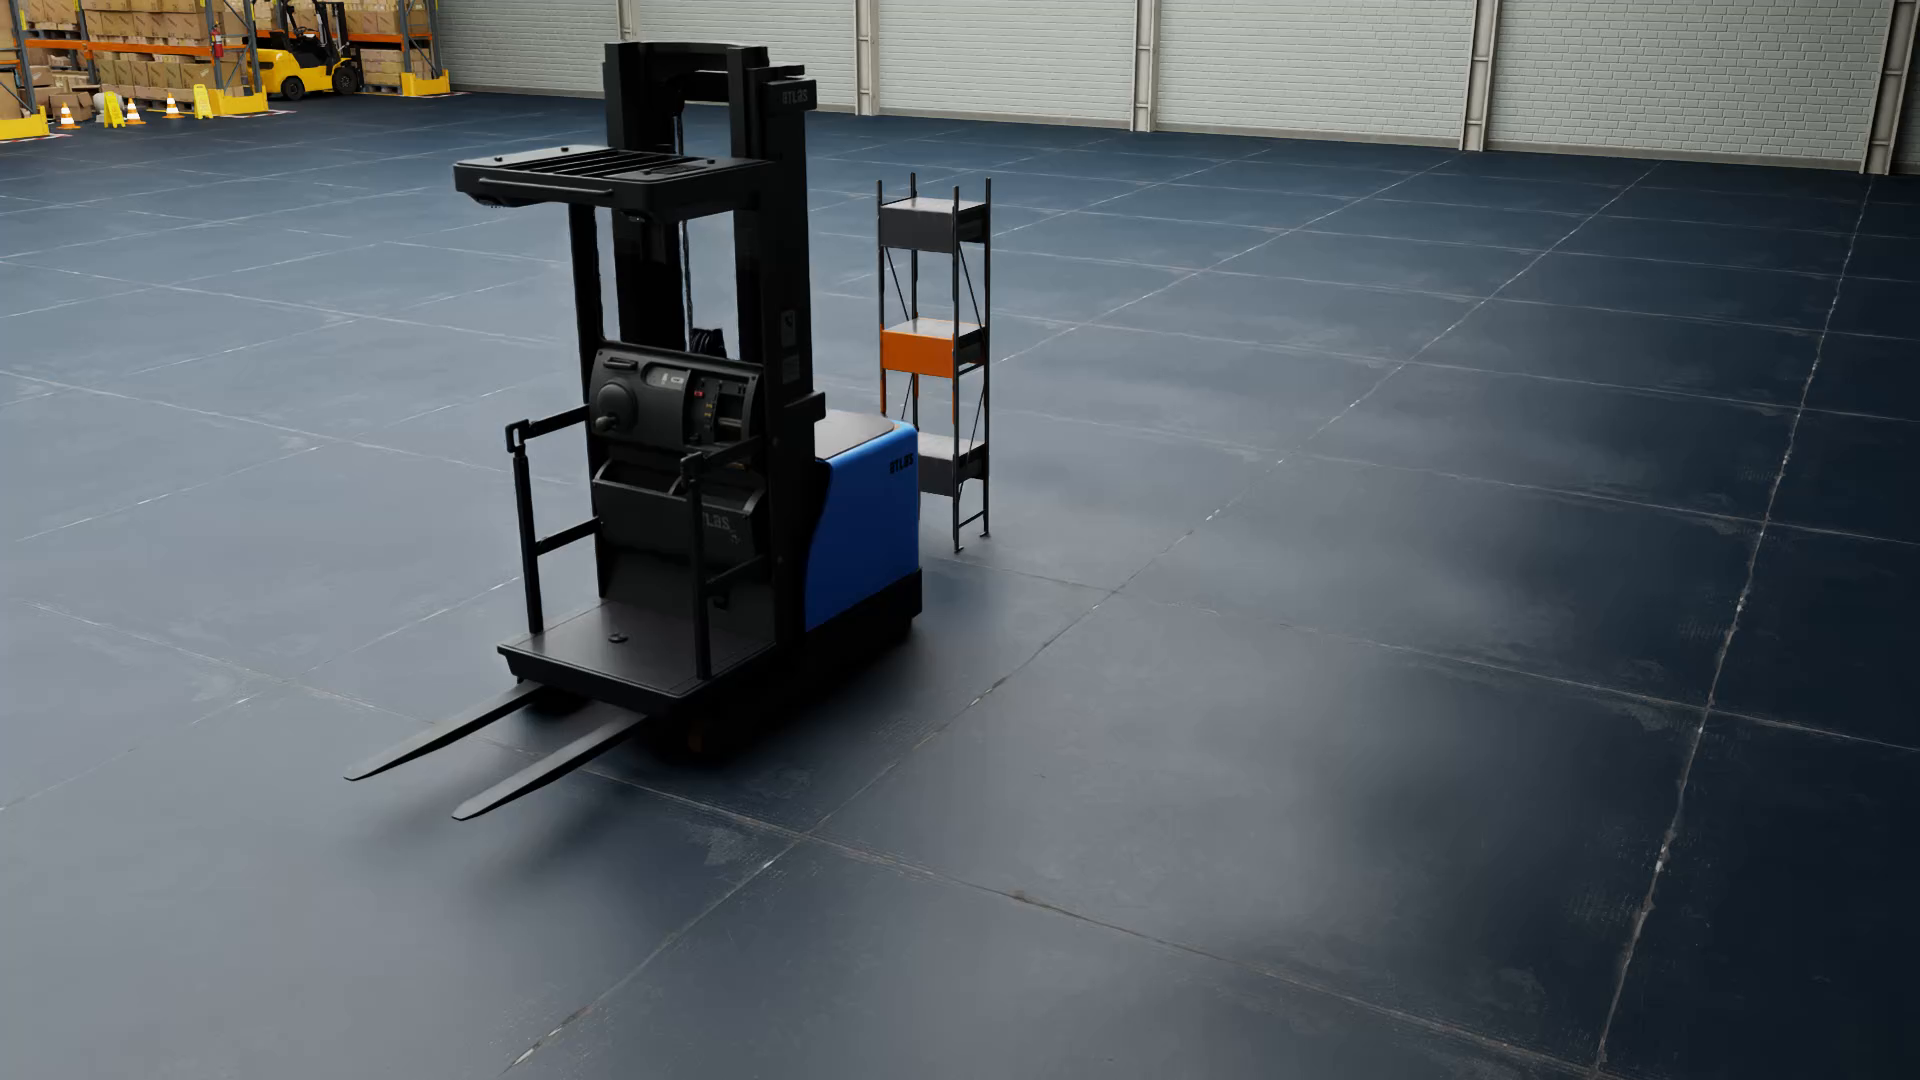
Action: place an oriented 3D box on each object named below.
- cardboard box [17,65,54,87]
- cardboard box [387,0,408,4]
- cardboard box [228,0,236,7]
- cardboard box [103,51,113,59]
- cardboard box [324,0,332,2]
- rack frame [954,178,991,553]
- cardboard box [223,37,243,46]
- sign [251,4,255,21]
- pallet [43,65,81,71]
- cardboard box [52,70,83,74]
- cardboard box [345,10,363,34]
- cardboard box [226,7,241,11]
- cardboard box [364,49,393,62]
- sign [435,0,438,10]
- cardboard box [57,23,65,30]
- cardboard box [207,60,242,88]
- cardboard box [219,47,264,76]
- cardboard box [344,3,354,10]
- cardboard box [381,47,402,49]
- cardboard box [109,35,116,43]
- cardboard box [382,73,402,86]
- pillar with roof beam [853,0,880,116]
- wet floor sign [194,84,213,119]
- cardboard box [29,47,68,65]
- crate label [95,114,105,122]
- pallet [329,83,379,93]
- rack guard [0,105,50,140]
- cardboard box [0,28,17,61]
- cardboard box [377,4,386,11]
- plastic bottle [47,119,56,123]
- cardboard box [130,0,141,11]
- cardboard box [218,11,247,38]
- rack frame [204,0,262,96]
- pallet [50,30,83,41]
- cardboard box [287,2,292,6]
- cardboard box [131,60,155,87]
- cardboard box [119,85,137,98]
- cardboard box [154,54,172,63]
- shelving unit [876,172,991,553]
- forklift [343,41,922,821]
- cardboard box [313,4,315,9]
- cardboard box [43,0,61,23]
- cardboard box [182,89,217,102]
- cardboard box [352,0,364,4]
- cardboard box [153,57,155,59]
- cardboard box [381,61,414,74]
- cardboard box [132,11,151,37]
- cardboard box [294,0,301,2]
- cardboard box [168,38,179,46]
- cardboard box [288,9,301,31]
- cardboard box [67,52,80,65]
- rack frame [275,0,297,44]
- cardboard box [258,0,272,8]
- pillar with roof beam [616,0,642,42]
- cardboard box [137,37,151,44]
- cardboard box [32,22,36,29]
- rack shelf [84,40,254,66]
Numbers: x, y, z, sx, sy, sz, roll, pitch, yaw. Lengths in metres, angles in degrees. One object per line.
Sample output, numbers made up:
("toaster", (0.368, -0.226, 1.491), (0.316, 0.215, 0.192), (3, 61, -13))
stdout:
("cardboard box", (-18.916, -9.411, 33.966), (0.500, 0.500, 0.500), (11, 23, 27))
("cardboard box", (-12.580, -12.067, 37.198), (0.250, 0.149, 0.380), (11, 23, 27))
("cardboard box", (-17.193, -12.790, 39.627), (0.250, 0.149, 0.380), (11, 23, 28))
("cardboard box", (-21.425, -12.279, 42.366), (0.500, 0.500, 0.500), (10, 22, 26))
("cardboard box", (-14.360, -12.403, 38.125), (0.250, 0.149, 0.380), (11, 23, 27))
("rack frame", (0.069, -0.974, 9.471), (0.015, 2.100, 0.400), (11, 23, 27))
("cardboard box", (-14.778, -10.100, 33.678), (0.250, 0.149, 0.380), (11, 23, 28))
("sign", (-14.318, -10.669, 33.608), (0.005, 0.325, 0.100), (11, 23, 27))
("pallet", (-23.240, -12.377, 43.678), (1.213, 0.211, 1.003), (11, 23, 27))
("cardboard box", (-19.770, -10.047, 36.403), (0.625, 0.372, 0.950), (12, 23, 29))
("cardboard box", (-13.618, -11.803, 37.858), (0.500, 0.500, 0.500), (10, 22, 26))
("cardboard box", (-17.106, -12.584, 39.644), (0.500, 0.250, 0.500), (11, 23, 28))
("cardboard box", (-13.167, -11.020, 37.796), (0.500, 0.250, 0.500), (11, 23, 28))
("sign", (-11.889, -12.187, 37.677), (0.005, 0.325, 0.100), (11, 23, 27))
("cardboard box", (-18.880, -10.897, 35.260), (0.250, 0.149, 0.380), (10, 22, 26))
("cardboard box", (-15.172, -9.578, 34.186), (0.500, 0.500, 0.500), (10, 22, 26))
("cardboard box", (-17.449, -11.664, 40.487), (0.625, 0.625, 0.875), (10, 22, 25))
("cardboard box", (-13.736, -12.111, 37.755), (0.250, 0.149, 0.380), (11, 23, 28))
("cardboard box", (-12.930, -11.171, 38.214), (0.500, 0.250, 0.500), (11, 23, 27))
("cardboard box", (-17.463, -10.438, 34.609), (0.250, 0.149, 0.380), (11, 23, 27))
("cardboard box", (-12.729, -10.467, 37.739), (0.500, 0.250, 0.500), (11, 23, 28))
("pillar with roof beam", (-3.956, -11.505, 28.387), (0.400, 9.000, 9.100), (11, 23, 27))
("wet floor sign", (-14.938, -8.643, 32.746), (0.267, 0.644, 0.232), (-16, 26, -38))
("cardboard box", (-24.012, -12.805, 43.817), (0.500, 0.500, 0.700), (10, 22, 25))
("crate label", (-16.548, -8.167, 32.179), (0.298, 0.136, 0.250), (0, 20, -1))
("pallet", (-13.914, -10.585, 38.737), (1.213, 0.211, 1.003), (11, 23, 27))
("rack guard", (-16.887, -7.431, 29.616), (0.348, 0.500, 1.175), (11, 23, 27))
("cardboard box", (-17.254, -8.728, 29.308), (0.550, 0.550, 0.875), (11, 23, 27))
("cardboard box", (-12.842, -11.938, 37.279), (0.250, 0.149, 0.380), (11, 23, 28))
("plastic bottle", (-17.601, -8.087, 32.071), (0.283, 0.061, 0.133), (3, 20, 9))
("cardboard box", (-16.436, -11.042, 33.857), (0.500, 0.500, 0.700), (11, 22, 27))
("cardboard box", (-14.860, -10.448, 33.687), (0.500, 0.500, 0.500), (10, 22, 26))
("rack frame", (-14.582, -10.100, 33.310), (0.127, 3.000, 1.000), (11, 23, 27))
("pallet", (-18.670, -10.845, 35.646), (1.213, 0.211, 1.003), (11, 23, 27))
("cardboard box", (-15.507, -12.464, 38.729), (0.250, 0.149, 0.380), (10, 22, 26))
("cardboard box", (-16.766, -9.672, 34.446), (0.500, 0.500, 0.500), (12, 23, 30))
("cardboard box", (-17.219, -9.406, 34.813), (0.500, 0.250, 0.500), (12, 23, 30))
("cardboard box", (-16.209, -9.846, 33.975), (0.250, 0.149, 0.380), (12, 23, 30))
("shelving unit", (-0.144, -1.015, 9.583), (0.503, 2.100, 0.431), (11, 23, 27))
("forklift", (-1.389, -0.609, 7.247), (1.130, 2.935, 3.031), (12, 23, 29))
("cardboard box", (-14.631, -12.279, 38.220), (0.250, 0.149, 0.380), (11, 22, 27))
("cardboard box", (-19.023, -11.240, 35.254), (0.500, 0.500, 0.500), (11, 23, 28))
("cardboard box", (-15.440, -9.063, 33.868), (0.500, 0.250, 0.500), (11, 23, 27))
("cardboard box", (-13.515, -12.208, 37.587), (0.250, 0.149, 0.380), (11, 23, 29))
("cardboard box", (-16.982, -9.920, 35.130), (0.500, 0.500, 0.500), (11, 23, 28))
("cardboard box", (-12.742, -10.706, 37.664), (0.500, 0.250, 0.500), (10, 22, 27))
("cardboard box", (-16.493, -10.554, 33.978), (0.500, 0.500, 0.500), (11, 23, 28))
("cardboard box", (-15.242, -12.583, 38.620), (0.250, 0.149, 0.380), (11, 23, 28))
("cardboard box", (-15.741, -10.072, 33.602), (0.250, 0.149, 0.380), (11, 23, 28))
("cardboard box", (-15.397, -12.139, 38.784), (0.500, 0.500, 0.500), (10, 22, 26))
("cardboard box", (-23.102, -12.688, 43.770), (0.500, 0.311, 0.500), (12, 23, 29))
("rack frame", (-15.657, -12.244, 39.219), (0.127, 3.000, 1.000), (11, 23, 27))
("cardboard box", (-16.297, -12.624, 39.169), (0.250, 0.149, 0.380), (10, 22, 27))
("pillar with roof beam", (-9.194, -12.503, 31.137), (0.400, 9.000, 9.100), (11, 23, 27))
("cardboard box", (-16.610, -10.250, 34.092), (0.250, 0.149, 0.380), (11, 23, 27))
("cardboard box", (-19.721, -11.096, 35.809), (0.250, 0.149, 0.380), (10, 22, 25))
("rack shelf", (-16.328, -10.094, 34.349), (4.000, 0.370, 1.077), (11, 23, 27))
